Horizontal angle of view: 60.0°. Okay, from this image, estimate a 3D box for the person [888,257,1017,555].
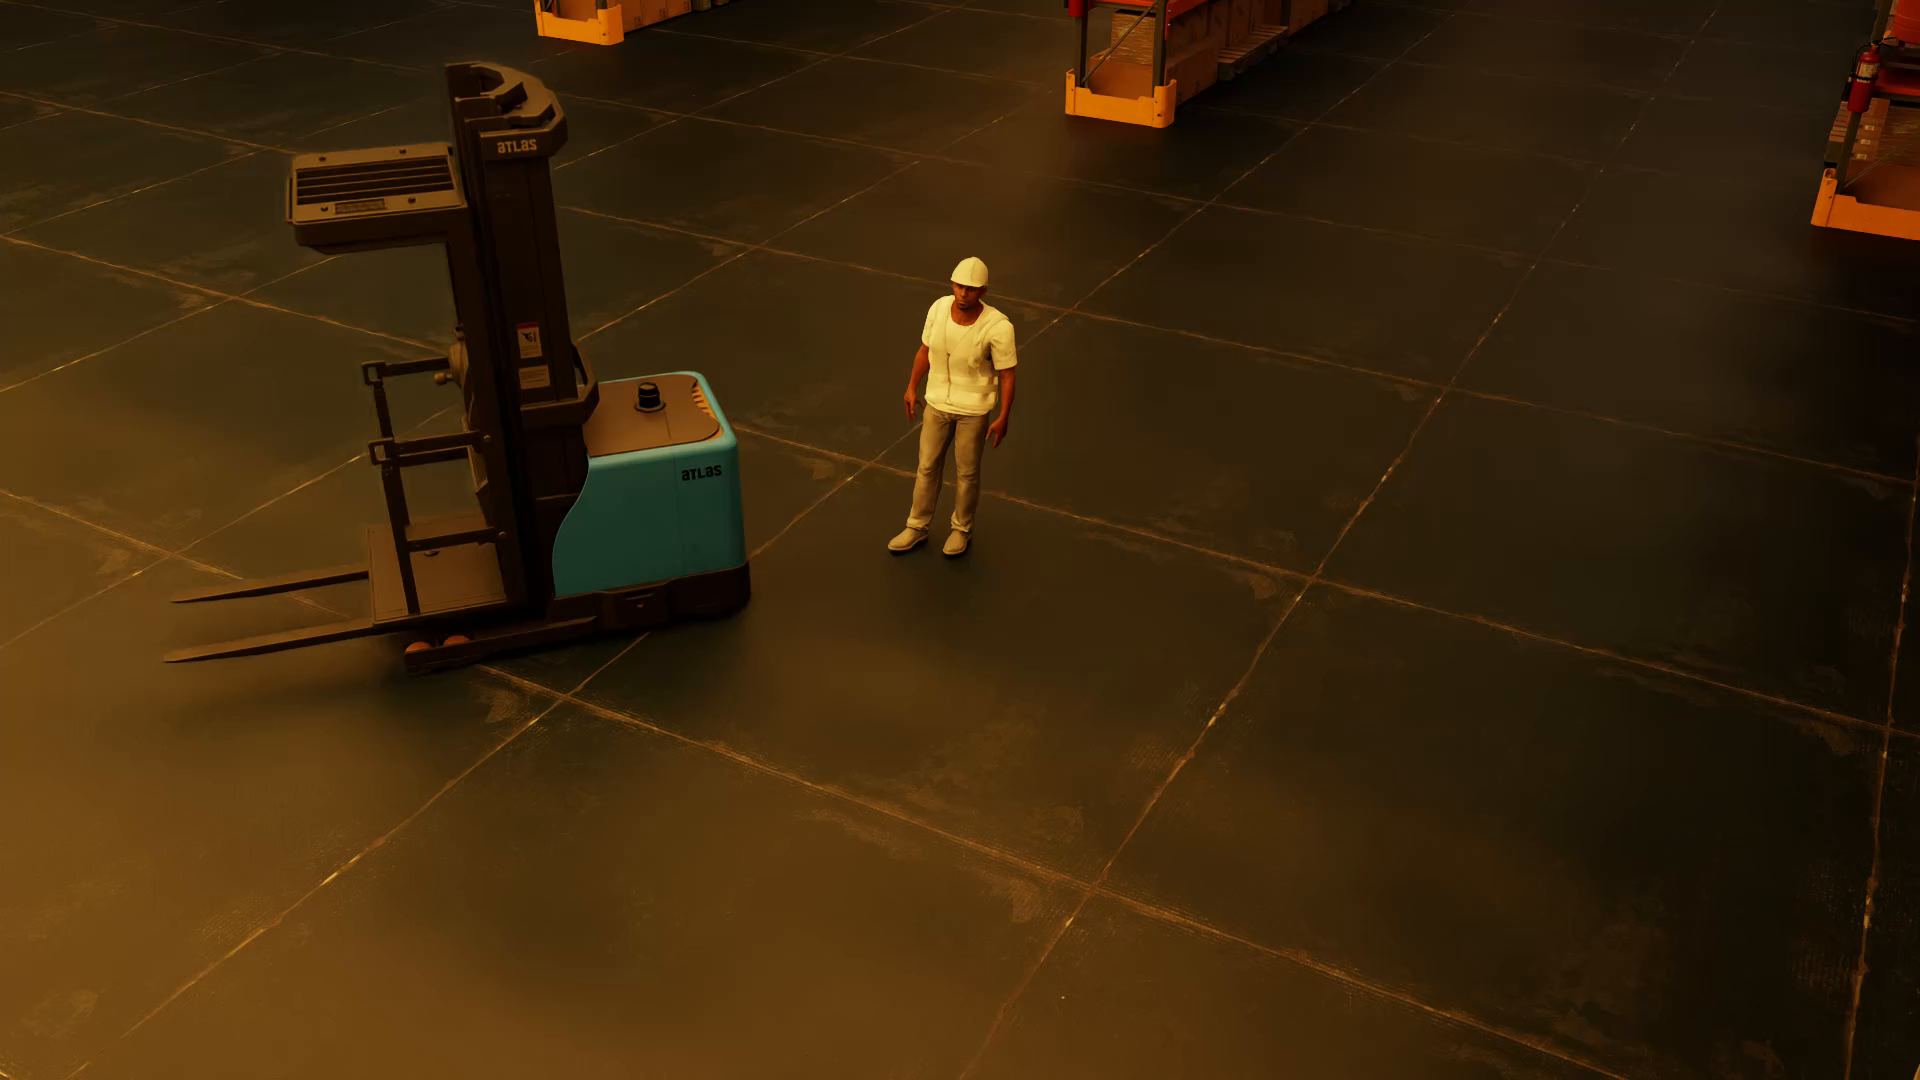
[{"bbox_3d":[-0.039,-0.742,9.507,0.665,1.766,0.576,15,33,25],"label":"person"}]

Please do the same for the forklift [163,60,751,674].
[{"bbox_3d":[-2.744,-0.860,8.560,3.031,2.935,1.130,-10,31,-16],"label":"forklift"}]
